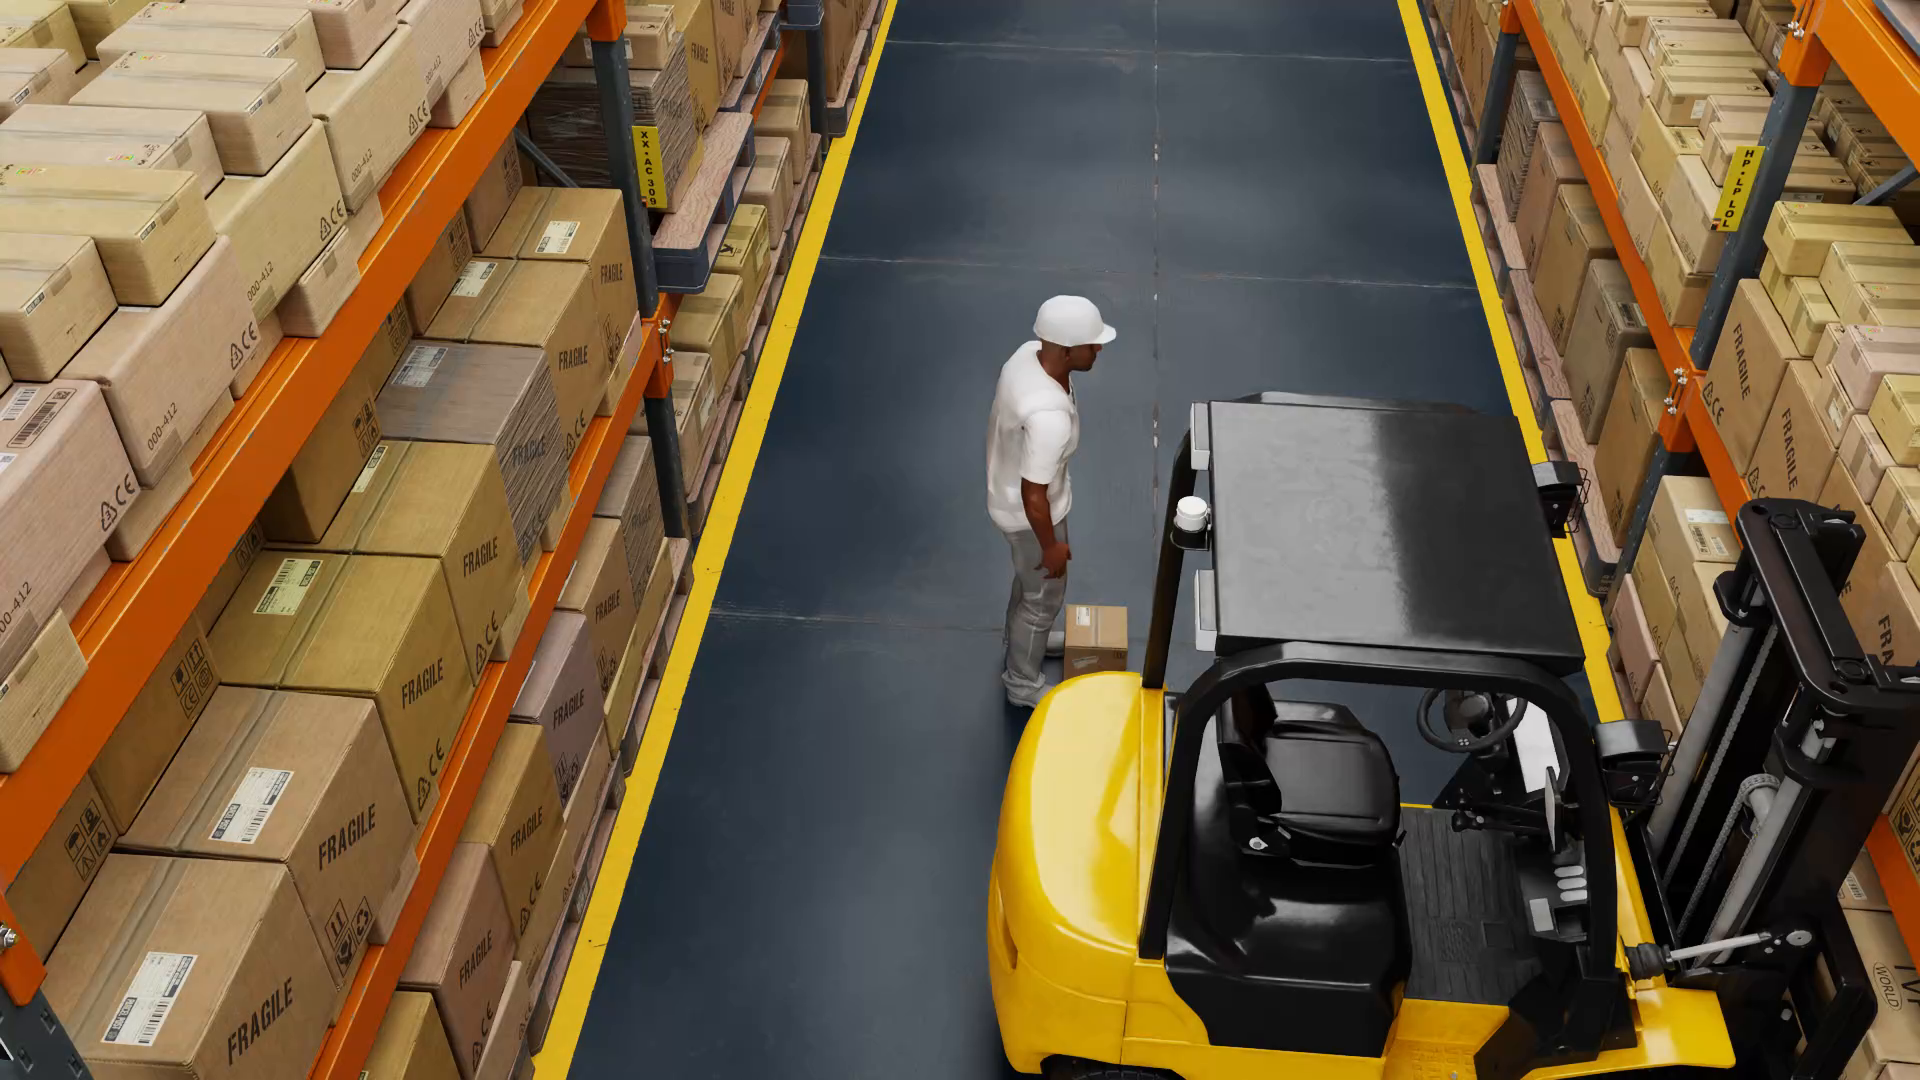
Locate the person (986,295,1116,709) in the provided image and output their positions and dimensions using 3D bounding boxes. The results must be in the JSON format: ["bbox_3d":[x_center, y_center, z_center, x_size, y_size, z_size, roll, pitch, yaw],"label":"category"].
[{"bbox_3d":[0.322,-0.150,6.322,0.455,1.761,0.635,1,40,1],"label":"person"}]
